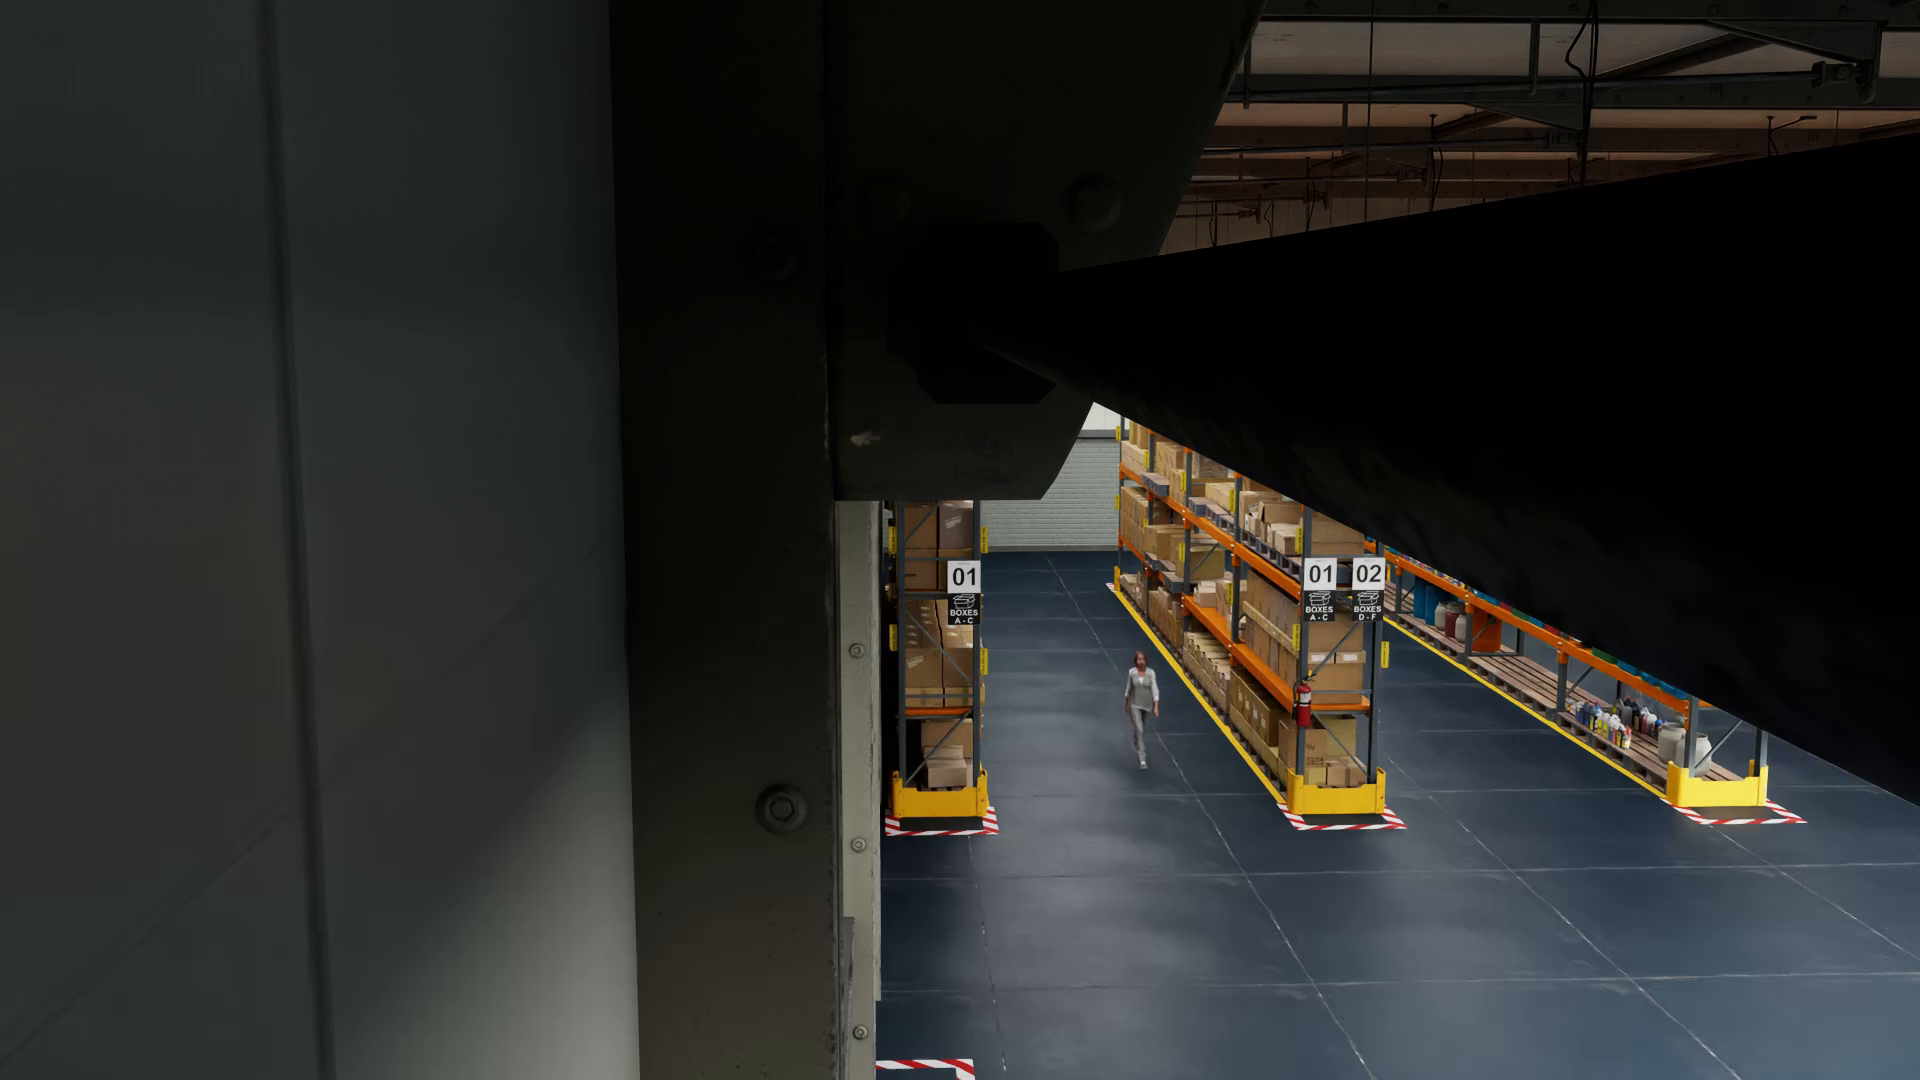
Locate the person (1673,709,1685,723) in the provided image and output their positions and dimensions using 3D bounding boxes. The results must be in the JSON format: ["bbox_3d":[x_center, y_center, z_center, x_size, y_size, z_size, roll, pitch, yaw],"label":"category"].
[{"bbox_3d":[11.001,1.924,25.102,0.492,1.734,0.530,-3,9,-21],"label":"person"}]

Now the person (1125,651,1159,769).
[{"bbox_3d":[2.503,2.287,22.809,0.393,1.526,1.009,-2,8,-11],"label":"person"}]
